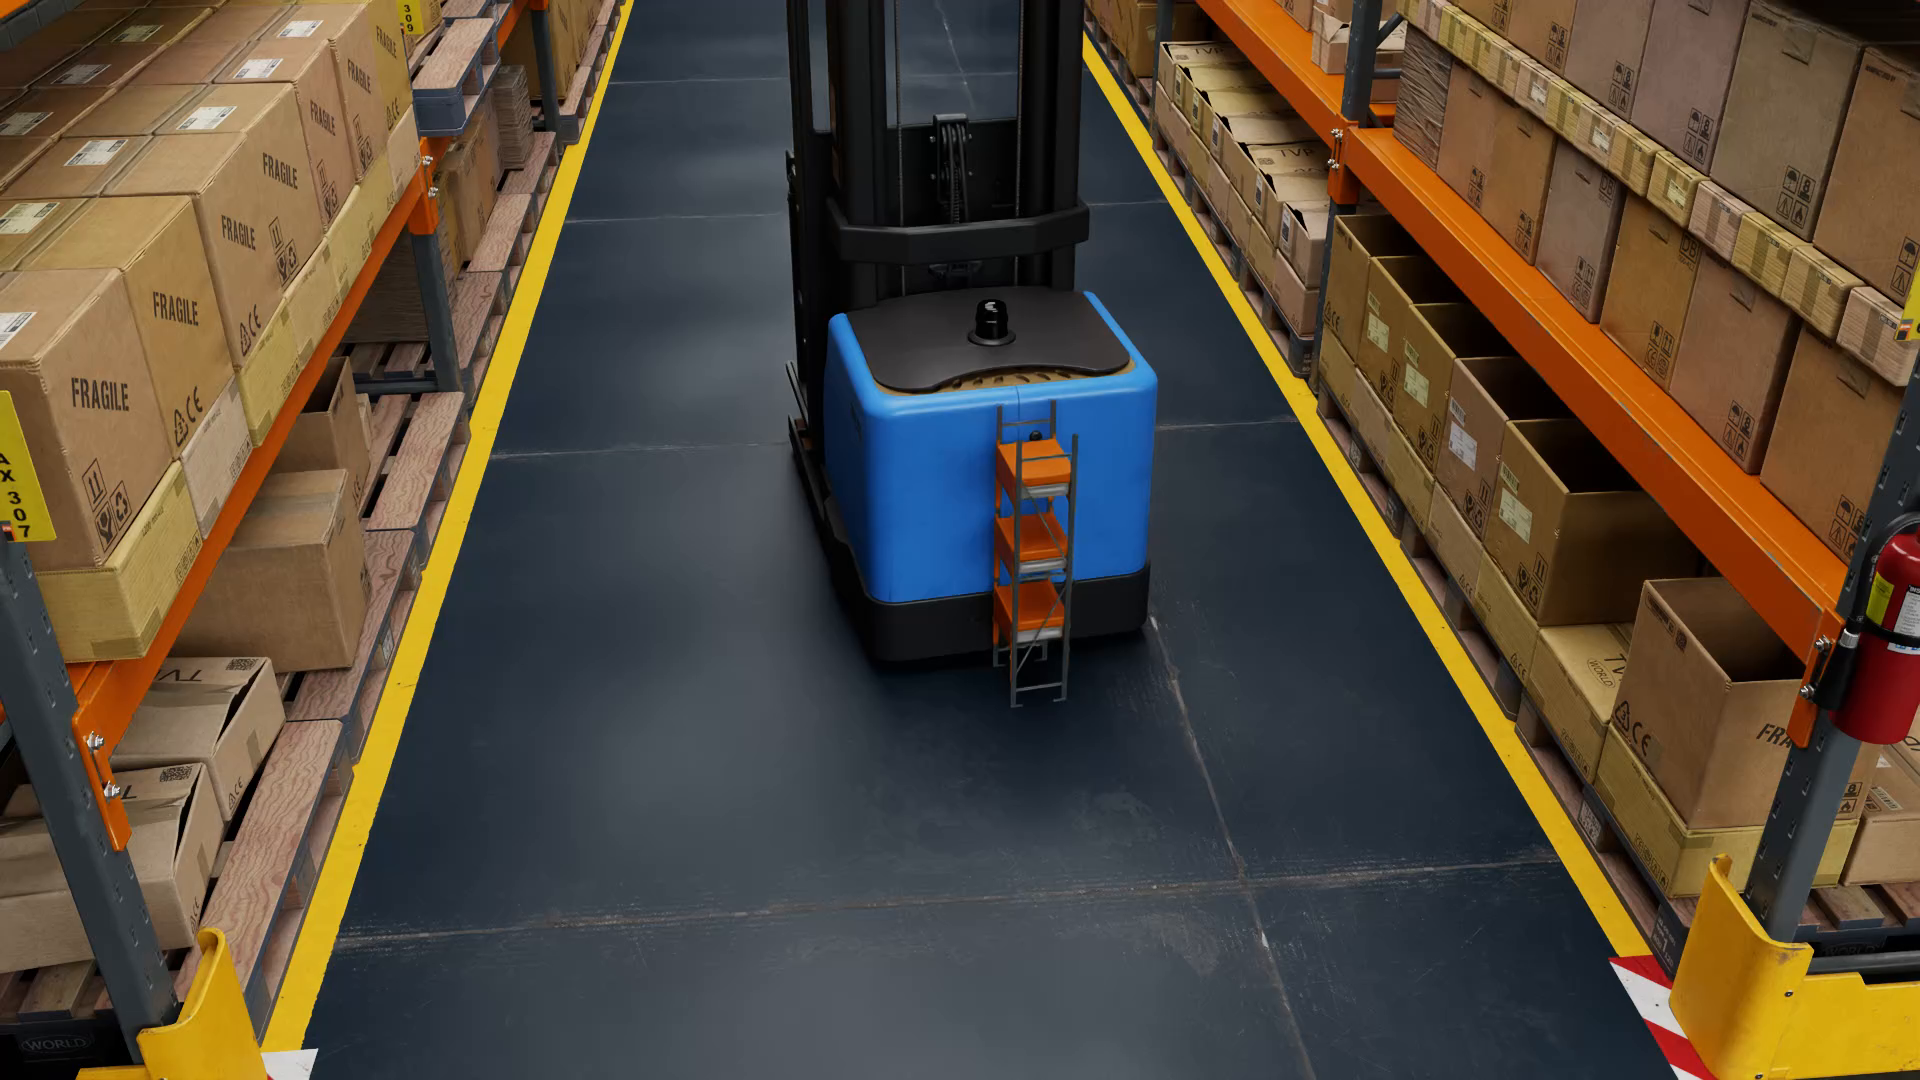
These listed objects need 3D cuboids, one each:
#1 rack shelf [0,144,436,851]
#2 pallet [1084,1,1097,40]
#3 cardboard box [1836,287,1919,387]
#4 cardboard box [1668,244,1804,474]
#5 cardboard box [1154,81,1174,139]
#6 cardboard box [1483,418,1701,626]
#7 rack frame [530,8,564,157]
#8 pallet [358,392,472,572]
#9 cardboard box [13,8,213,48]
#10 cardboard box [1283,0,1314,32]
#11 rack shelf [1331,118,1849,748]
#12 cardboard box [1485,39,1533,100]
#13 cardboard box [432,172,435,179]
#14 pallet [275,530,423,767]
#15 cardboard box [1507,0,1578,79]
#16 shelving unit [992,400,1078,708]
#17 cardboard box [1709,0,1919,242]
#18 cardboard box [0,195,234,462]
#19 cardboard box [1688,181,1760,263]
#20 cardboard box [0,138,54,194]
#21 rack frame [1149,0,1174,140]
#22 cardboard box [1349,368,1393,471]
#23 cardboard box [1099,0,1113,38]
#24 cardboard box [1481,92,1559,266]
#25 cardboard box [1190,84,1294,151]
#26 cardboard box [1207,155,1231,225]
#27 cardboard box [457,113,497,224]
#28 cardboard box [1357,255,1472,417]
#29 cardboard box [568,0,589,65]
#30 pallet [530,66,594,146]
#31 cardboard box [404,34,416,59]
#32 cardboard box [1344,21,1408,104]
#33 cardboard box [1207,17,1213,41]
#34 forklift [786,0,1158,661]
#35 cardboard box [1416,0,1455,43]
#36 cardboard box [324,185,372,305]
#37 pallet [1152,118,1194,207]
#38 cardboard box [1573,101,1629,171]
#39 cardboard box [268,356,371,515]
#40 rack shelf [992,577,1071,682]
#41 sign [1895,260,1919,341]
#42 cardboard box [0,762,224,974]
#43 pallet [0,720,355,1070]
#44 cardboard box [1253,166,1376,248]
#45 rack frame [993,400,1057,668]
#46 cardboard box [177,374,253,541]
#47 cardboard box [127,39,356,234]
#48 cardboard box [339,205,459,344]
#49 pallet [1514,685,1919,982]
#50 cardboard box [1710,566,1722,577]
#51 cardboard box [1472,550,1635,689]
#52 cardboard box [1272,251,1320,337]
[{"bbox_3d":[-2.570,-0.453,5.285,1.077,0.370,4.000,-3,31,-5],"label":"rack shelf"},{"bbox_3d":[1.541,-4.496,14.071,1.003,0.211,1.213,-3,31,-5],"label":"pallet"},{"bbox_3d":[2.323,-0.487,3.911,0.380,0.149,0.250,-3,31,-5],"label":"cardboard box"},{"bbox_3d":[2.464,-0.530,4.614,0.700,0.500,0.500,-2,31,-3],"label":"cardboard box"},{"bbox_3d":[1.558,-2.783,10.755,0.500,0.250,0.500,-3,31,-5],"label":"cardboard box"},{"bbox_3d":[2.094,-0.071,5.484,0.500,0.500,0.500,-3,31,-5],"label":"cardboard box"},{"bbox_3d":[-3.130,-3.825,10.229,1.000,3.000,0.127,-3,31,-5],"label":"rack frame"},{"bbox_3d":[-2.659,-0.245,6.954,1.003,0.211,1.213,-3,31,-5],"label":"pallet"},{"bbox_3d":[-2.876,-1.535,5.790,0.500,0.500,0.500,-3,31,-5],"label":"cardboard box"},{"bbox_3d":[2.024,-2.983,8.721,0.500,0.500,0.500,-3,31,-5],"label":"cardboard box"},{"bbox_3d":[2.362,-0.692,5.685,1.077,0.370,4.000,-3,31,-5],"label":"rack shelf"},{"bbox_3d":[2.104,-1.676,5.900,0.380,0.149,0.250,-4,31,-6],"label":"cardboard box"},{"bbox_3d":[-2.887,-1.820,8.150,0.500,0.250,0.500,-3,31,-6],"label":"cardboard box"},{"bbox_3d":[-2.542,0.380,5.908,1.003,0.211,1.213,-3,31,-5],"label":"pallet"},{"bbox_3d":[2.317,-1.882,5.613,0.700,0.500,0.500,-3,31,-5],"label":"cardboard box"},{"bbox_3d":[0.246,0.061,5.621,0.215,1.050,0.252,-7,32,-12],"label":"shelving unit"},{"bbox_3d":[2.458,-1.114,4.327,0.700,0.500,0.500,-4,31,-6],"label":"cardboard box"},{"bbox_3d":[-2.164,-0.518,4.087,0.500,0.500,0.500,-3,31,-4],"label":"cardboard box"},{"bbox_3d":[2.252,-0.880,4.568,0.380,0.149,0.250,-2,31,-4],"label":"cardboard box"},{"bbox_3d":[-2.728,-0.759,4.490,0.500,0.500,0.500,-4,31,-6],"label":"cardboard box"},{"bbox_3d":[1.801,-4.064,10.629,1.000,3.000,0.127,-3,31,-5],"label":"rack frame"},{"bbox_3d":[1.958,-0.515,6.959,0.500,0.250,0.500,-3,31,-5],"label":"cardboard box"},{"bbox_3d":[1.377,-4.178,12.828,0.500,0.500,0.500,-4,31,-6],"label":"cardboard box"},{"bbox_3d":[2.322,-1.314,5.926,0.700,0.500,0.500,-2,31,-4],"label":"cardboard box"},{"bbox_3d":[1.661,-2.495,9.727,0.500,0.311,0.500,-4,31,-6],"label":"cardboard box"},{"bbox_3d":[1.708,-1.999,9.444,0.500,0.250,0.500,-2,31,-4],"label":"cardboard box"},{"bbox_3d":[-3.004,-2.055,9.274,0.700,0.500,0.500,-3,31,-5],"label":"cardboard box"},{"bbox_3d":[1.961,-0.837,6.767,0.500,0.500,0.500,-3,31,-5],"label":"cardboard box"},{"bbox_3d":[-3.144,-3.912,12.061,0.750,0.750,0.750,-3,31,-5],"label":"cardboard box"},{"bbox_3d":[-3.129,-3.034,11.624,1.003,0.211,1.213,-3,31,-5],"label":"pallet"},{"bbox_3d":[-2.770,-2.276,7.109,0.700,0.500,0.500,-3,31,-4],"label":"cardboard box"},{"bbox_3d":[2.086,-2.207,7.666,0.500,0.250,0.500,-1,31,-1],"label":"cardboard box"},{"bbox_3d":[1.989,-3.693,12.017,0.500,0.500,0.500,-4,31,-6],"label":"cardboard box"},{"bbox_3d":[-0.140,-1.572,6.523,1.130,2.935,3.031,-7,32,-11],"label":"forklift"},{"bbox_3d":[2.031,-2.069,6.559,0.380,0.149,0.250,-2,31,-4],"label":"cardboard box"},{"bbox_3d":[-2.310,-0.989,5.607,0.500,0.250,0.500,-3,31,-5],"label":"cardboard box"},{"bbox_3d":[1.839,-2.445,10.638,1.003,0.211,1.213,-3,31,-5],"label":"pallet"},{"bbox_3d":[2.176,-1.279,5.236,0.380,0.149,0.250,-3,31,-5],"label":"cardboard box"},{"bbox_3d":[-2.620,-0.371,6.454,0.500,0.500,0.500,-5,31,-8],"label":"cardboard box"},{"bbox_3d":[0.245,0.306,5.772,0.215,0.259,0.240,-7,32,-12],"label":"rack shelf"},{"bbox_3d":[2.007,-0.560,3.402,0.100,0.325,0.005,-3,31,-5],"label":"sign"},{"bbox_3d":[-2.358,0.867,4.566,0.500,0.311,0.500,-6,31,-10],"label":"cardboard box"},{"bbox_3d":[-2.431,1.001,4.868,1.003,0.211,1.213,-3,31,-5],"label":"pallet"},{"bbox_3d":[1.797,-1.721,8.431,0.500,0.311,0.500,-2,31,-3],"label":"cardboard box"},{"bbox_3d":[0.218,-0.002,5.722,0.200,1.050,0.008,-7,32,-12],"label":"rack frame"},{"bbox_3d":[-2.175,-0.214,4.309,0.500,0.250,0.500,-4,31,-6],"label":"cardboard box"},{"bbox_3d":[-2.316,-1.310,5.414,0.500,0.500,0.500,-4,31,-6],"label":"cardboard box"},{"bbox_3d":[-2.842,-1.274,7.966,0.700,0.500,0.500,-2,31,-3],"label":"cardboard box"},{"bbox_3d":[2.436,0.829,5.157,1.003,0.211,1.213,-3,31,-5],"label":"pallet"},{"bbox_3d":[2.672,0.159,5.100,0.500,0.500,0.500,-3,31,-5],"label":"cardboard box"},{"bbox_3d":[2.097,0.251,5.677,0.500,0.250,0.500,-3,31,-5],"label":"cardboard box"},{"bbox_3d":[1.848,-1.220,8.139,0.500,0.250,0.500,-3,31,-5],"label":"cardboard box"}]
